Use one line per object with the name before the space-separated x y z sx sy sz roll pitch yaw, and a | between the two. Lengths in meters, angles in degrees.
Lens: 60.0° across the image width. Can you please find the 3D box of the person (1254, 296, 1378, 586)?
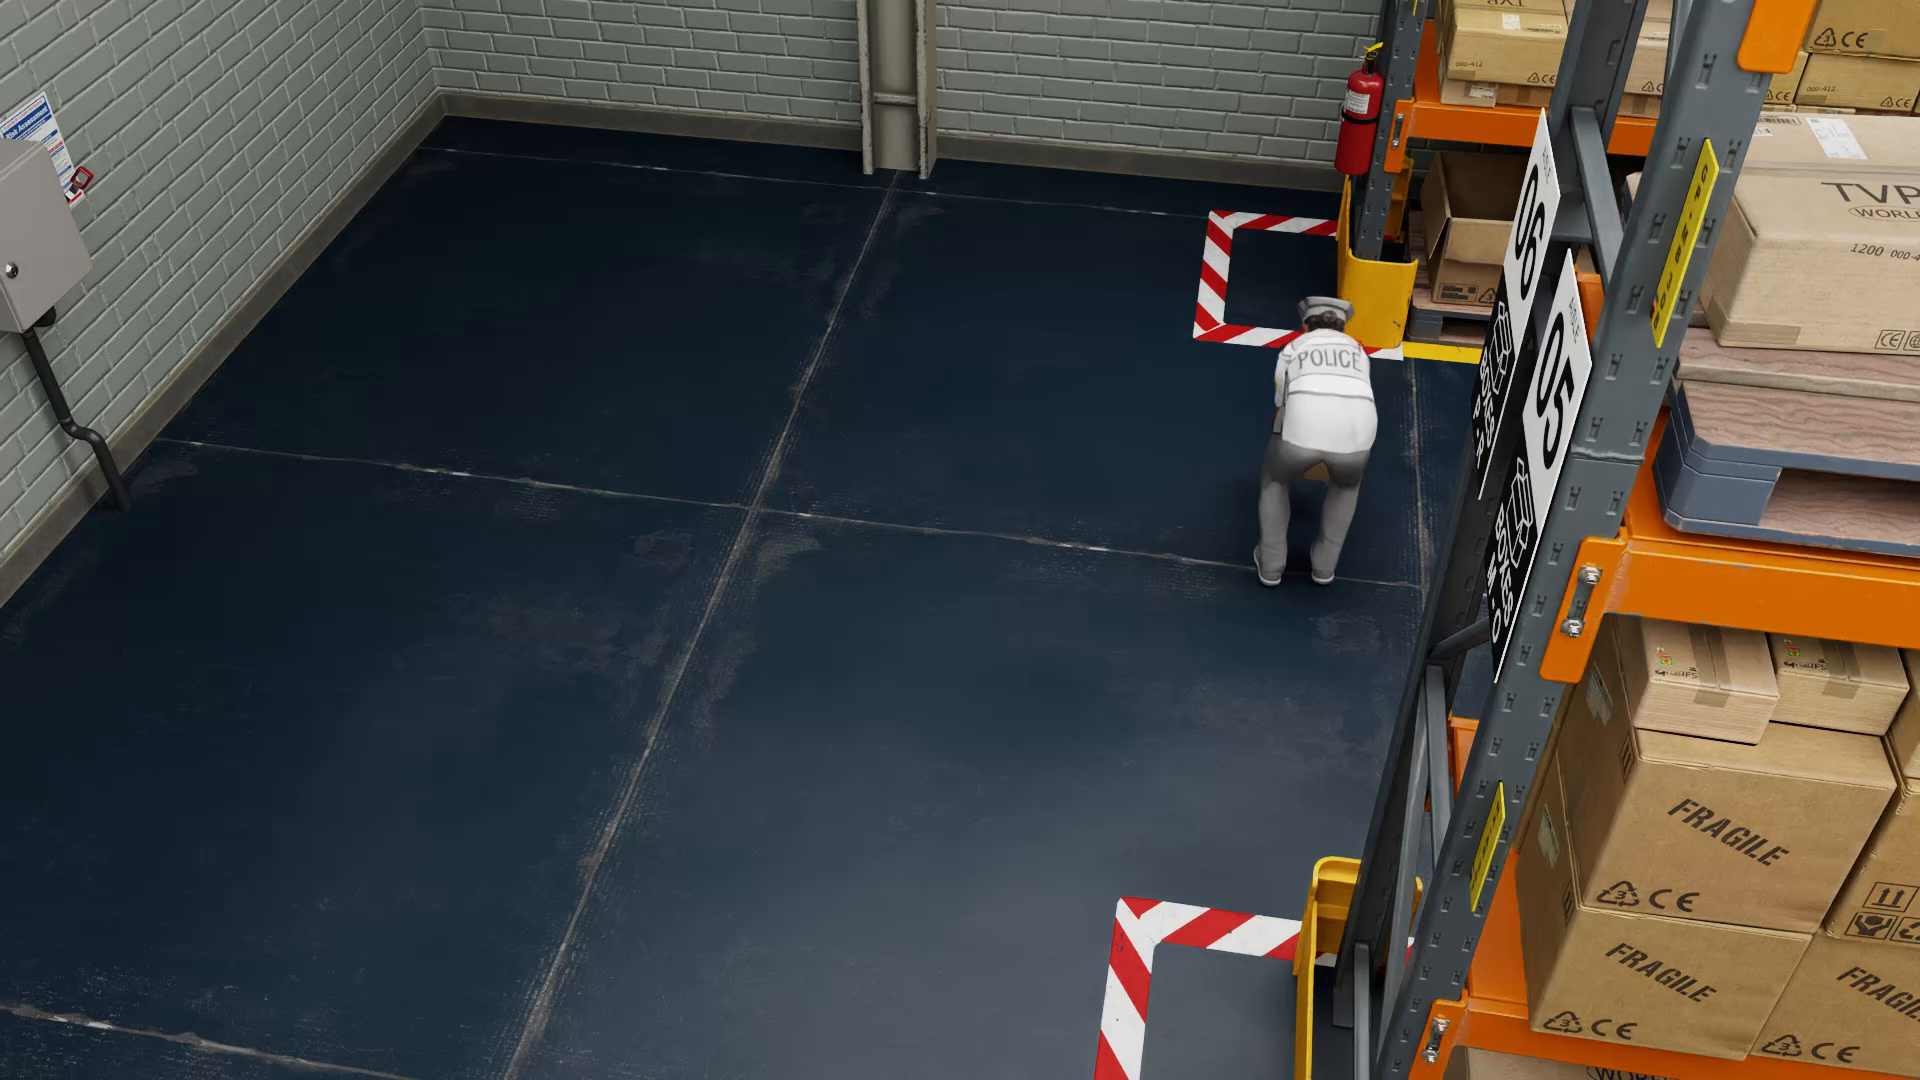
person | 1.503 -0.408 7.094 0.422 1.062 0.942 5 41 6
